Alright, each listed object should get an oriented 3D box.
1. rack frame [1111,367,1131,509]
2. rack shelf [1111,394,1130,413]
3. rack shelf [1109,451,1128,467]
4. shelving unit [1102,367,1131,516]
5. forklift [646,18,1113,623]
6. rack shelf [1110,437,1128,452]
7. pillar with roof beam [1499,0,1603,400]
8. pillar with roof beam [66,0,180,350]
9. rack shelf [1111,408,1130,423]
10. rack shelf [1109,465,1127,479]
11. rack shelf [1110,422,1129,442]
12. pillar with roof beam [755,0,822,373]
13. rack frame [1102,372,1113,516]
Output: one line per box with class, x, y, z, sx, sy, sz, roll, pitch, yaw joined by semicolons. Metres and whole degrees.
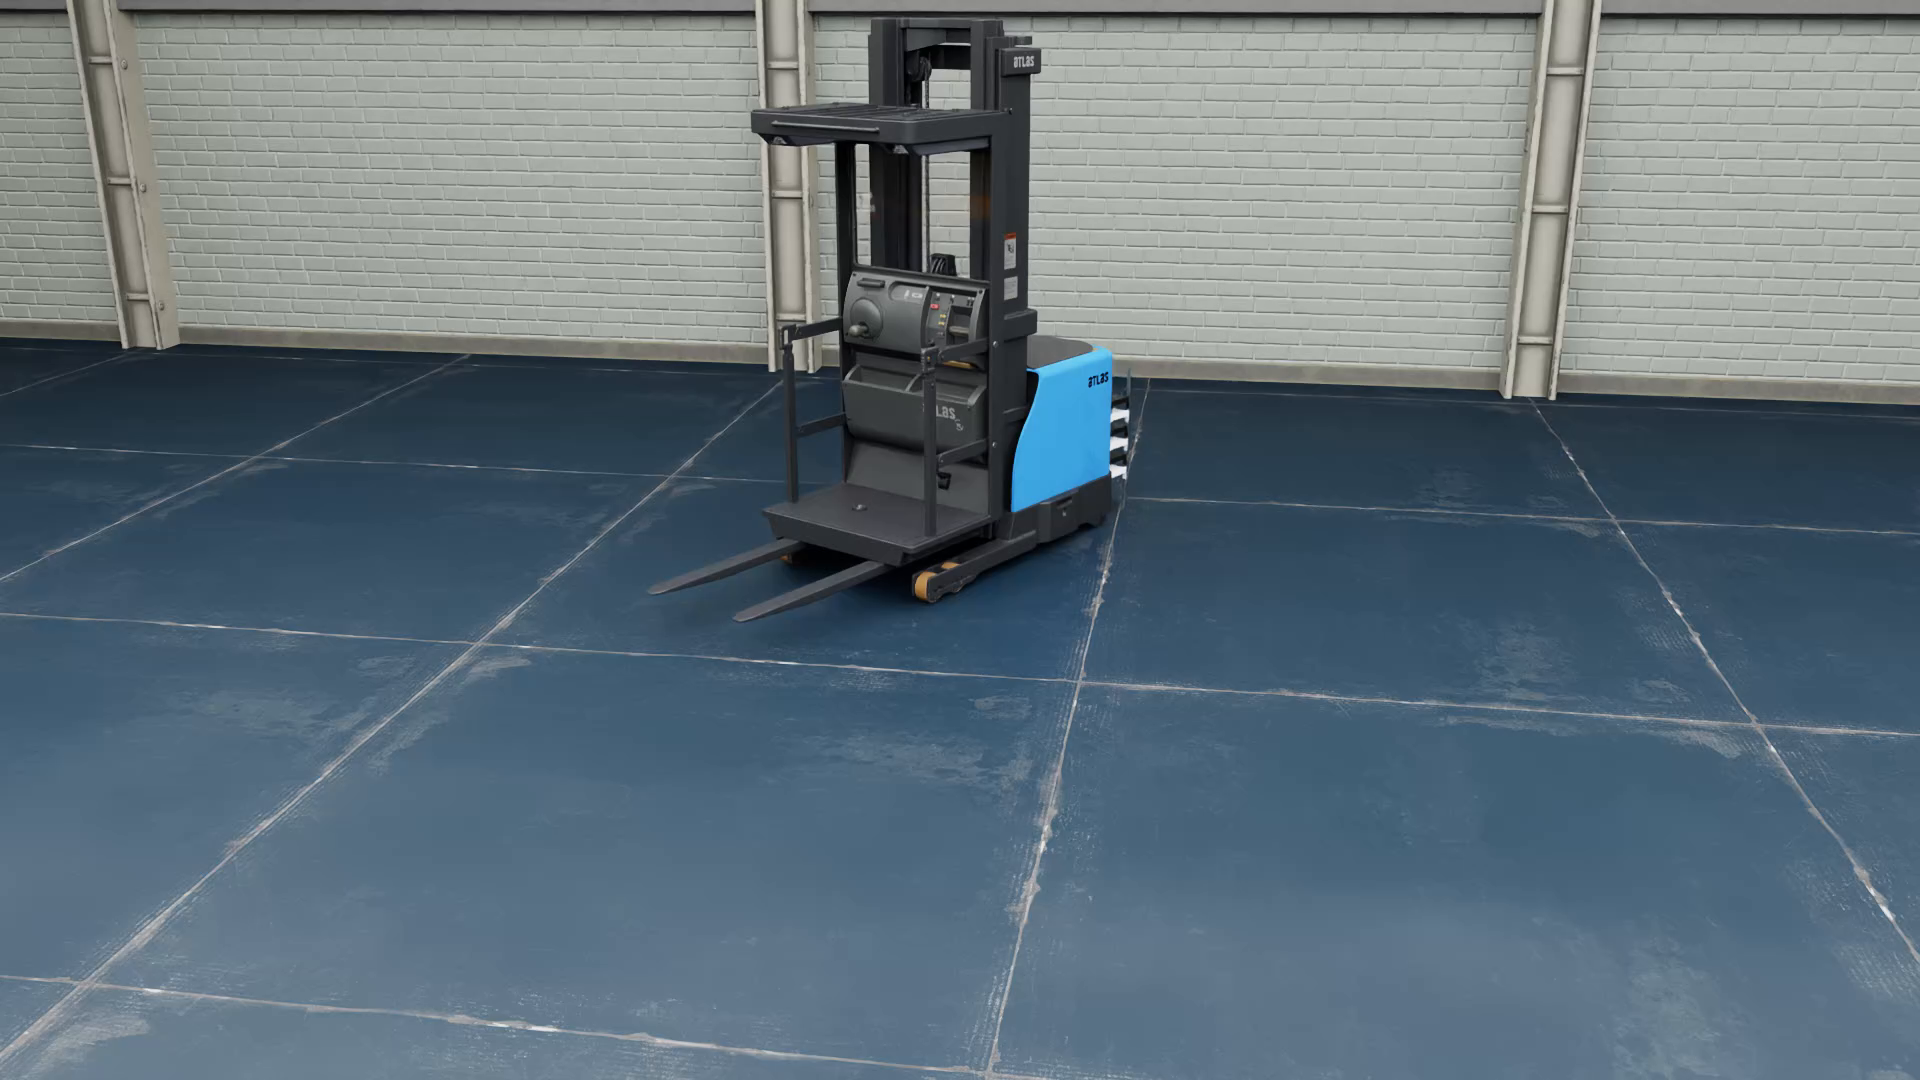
rack frame;0.936;-0.644;10.310;0.240;0.900;0.006;14;21;35
rack shelf;0.878;-0.847;10.162;0.258;0.077;0.200;14;21;35
rack shelf;0.872;-0.503;10.269;0.258;0.077;0.200;14;21;35
shelving unit;0.874;-0.621;10.233;0.258;0.900;0.210;14;21;35
forklift;-0.383;-1.233;8.870;1.130;2.935;3.031;14;23;36
rack shelf;0.874;-0.589;10.243;0.258;0.077;0.200;14;21;35
pillar with roof beam;3.842;-4.080;7.815;0.400;9.000;9.100;3;19;9
pillar with roof beam;-8.006;-4.684;9.620;0.400;9.000;9.100;3;19;9
rack shelf;0.876;-0.761;10.189;0.258;0.077;0.200;14;21;35
rack shelf;0.871;-0.417;10.296;0.258;0.077;0.200;14;21;35
rack shelf;0.875;-0.675;10.216;0.258;0.077;0.200;14;21;35
pillar with roof beam;-2.082;-4.382;8.717;0.400;9.000;9.100;3;19;9
rack frame;0.812;-0.598;10.156;0.240;0.900;0.006;14;21;35
